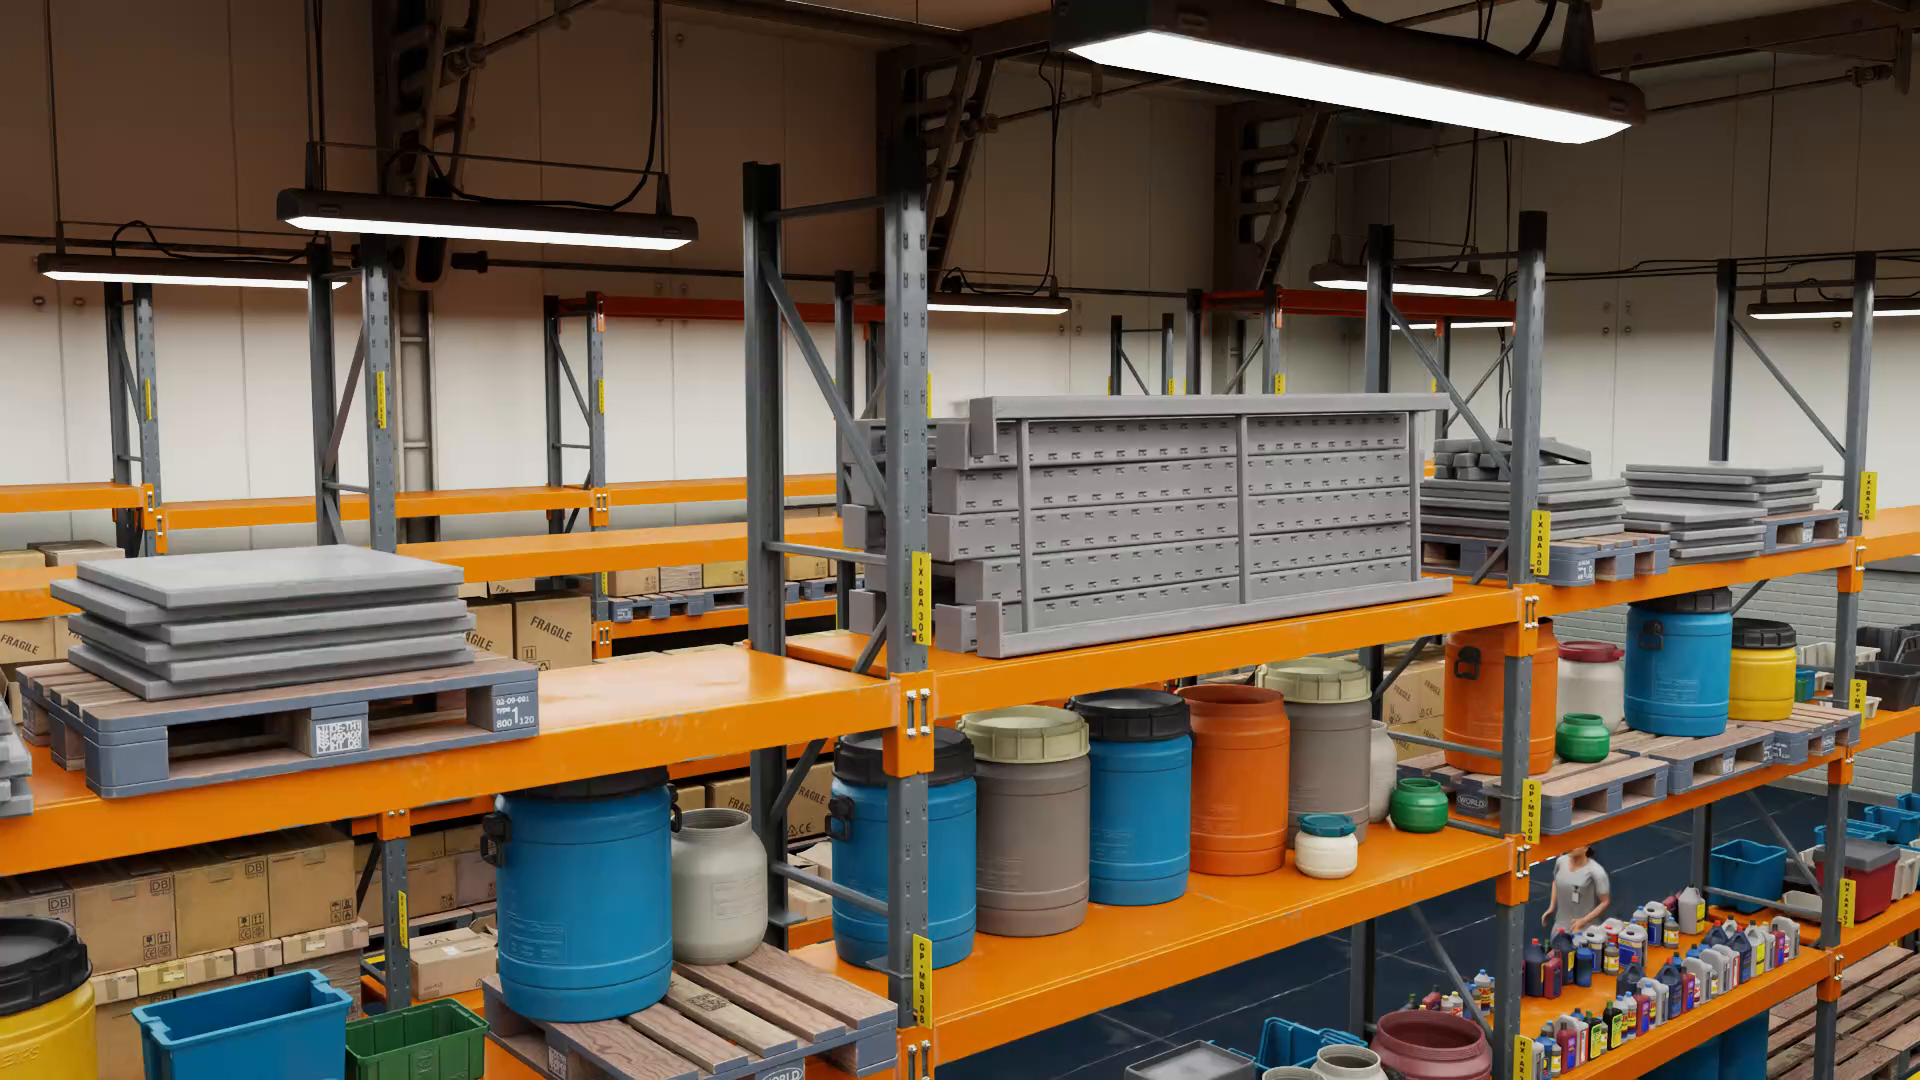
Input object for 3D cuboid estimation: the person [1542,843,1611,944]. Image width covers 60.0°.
[{"bbox_3d":[4.951,3.086,13.335,0.607,1.619,0.550,-5,7,-39],"label":"person"}]
